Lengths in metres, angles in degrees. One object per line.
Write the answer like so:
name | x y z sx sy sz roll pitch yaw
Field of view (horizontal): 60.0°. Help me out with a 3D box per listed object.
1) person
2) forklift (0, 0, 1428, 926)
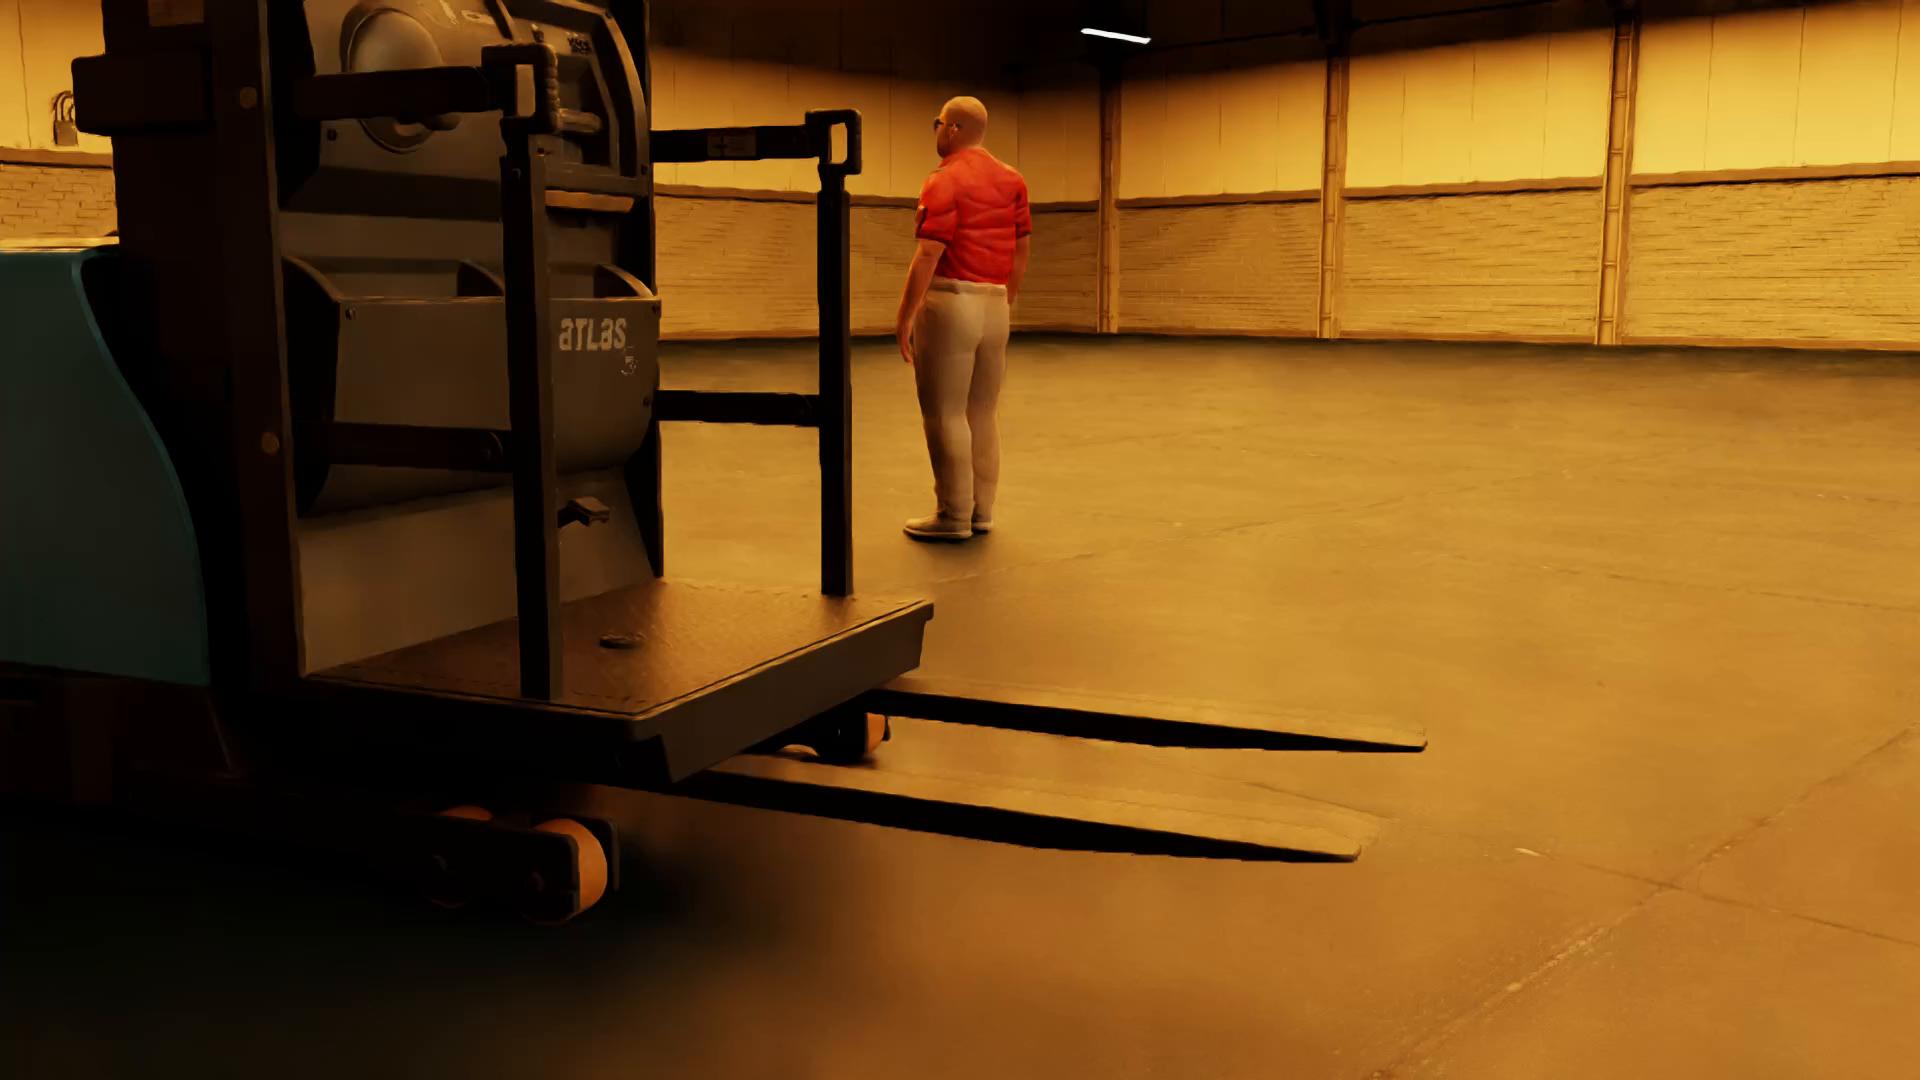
person | -0.056 -0.873 6.658 0.550 1.727 0.640 8 12 43
forklift | -0.703 -0.926 3.022 3.031 2.935 1.130 4 9 24
